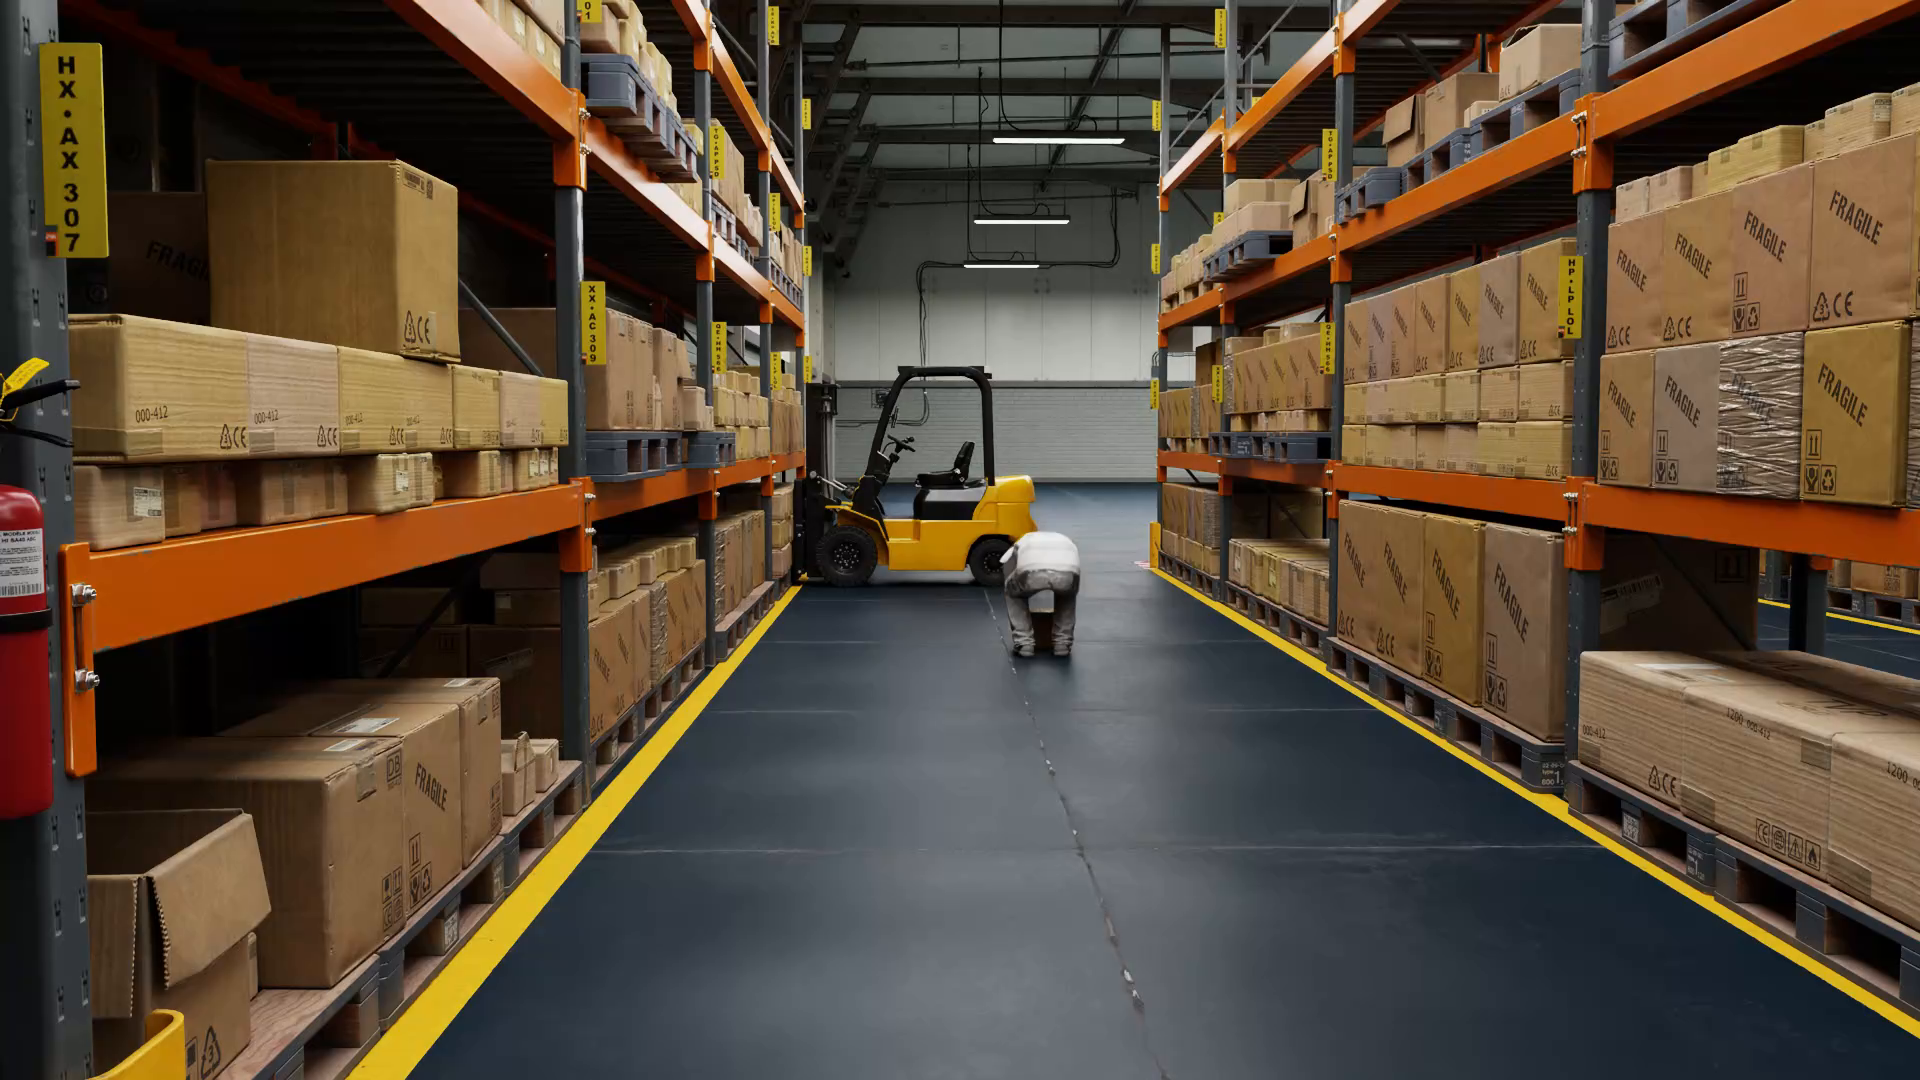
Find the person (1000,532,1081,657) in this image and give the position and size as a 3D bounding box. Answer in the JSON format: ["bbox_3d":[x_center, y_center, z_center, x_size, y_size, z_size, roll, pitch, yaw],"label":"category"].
[{"bbox_3d":[0.548,0.369,11.419,0.534,0.845,0.992,0,4,-3],"label":"person"}]
